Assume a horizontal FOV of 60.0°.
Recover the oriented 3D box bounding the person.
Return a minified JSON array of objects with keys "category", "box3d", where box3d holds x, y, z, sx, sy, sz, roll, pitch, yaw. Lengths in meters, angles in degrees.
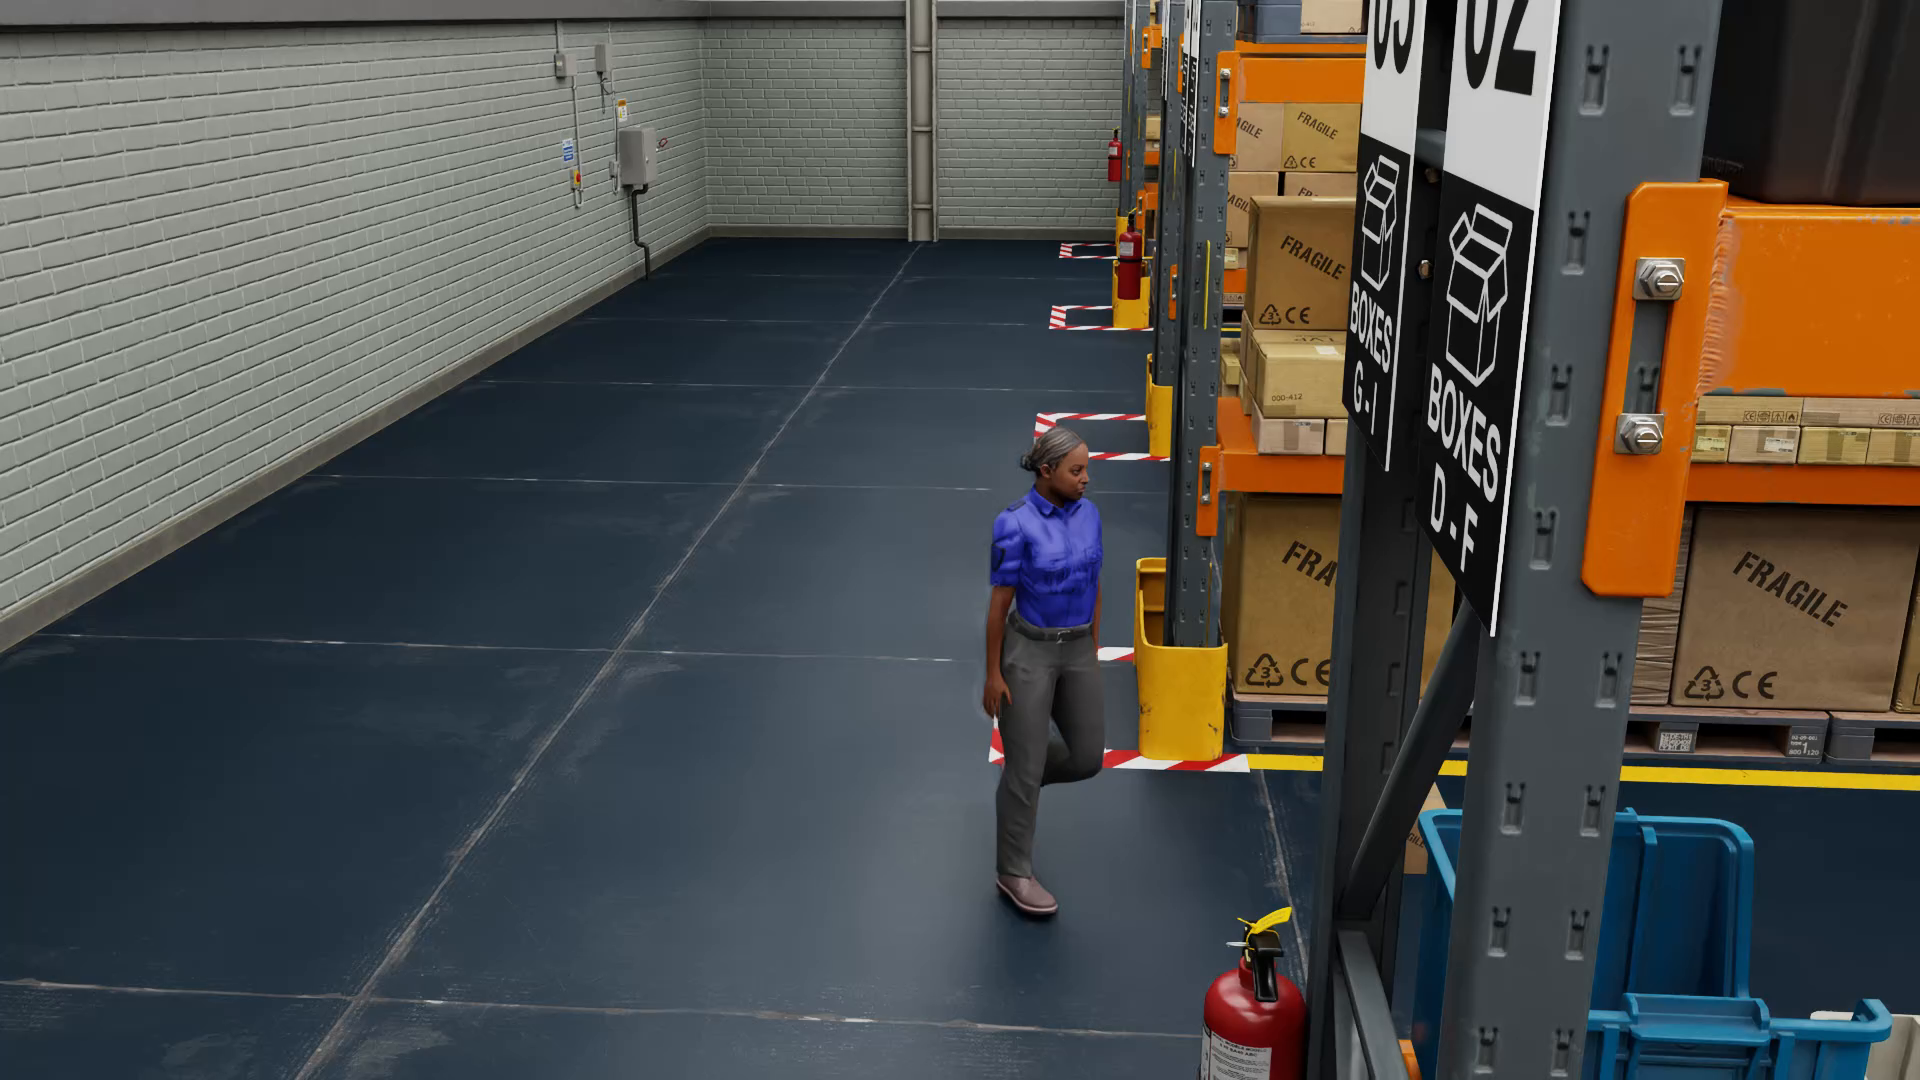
[{"category":"person","box3d":[0.276,0.403,5.758,0.511,1.639,0.642,-10,20,-29]}]
